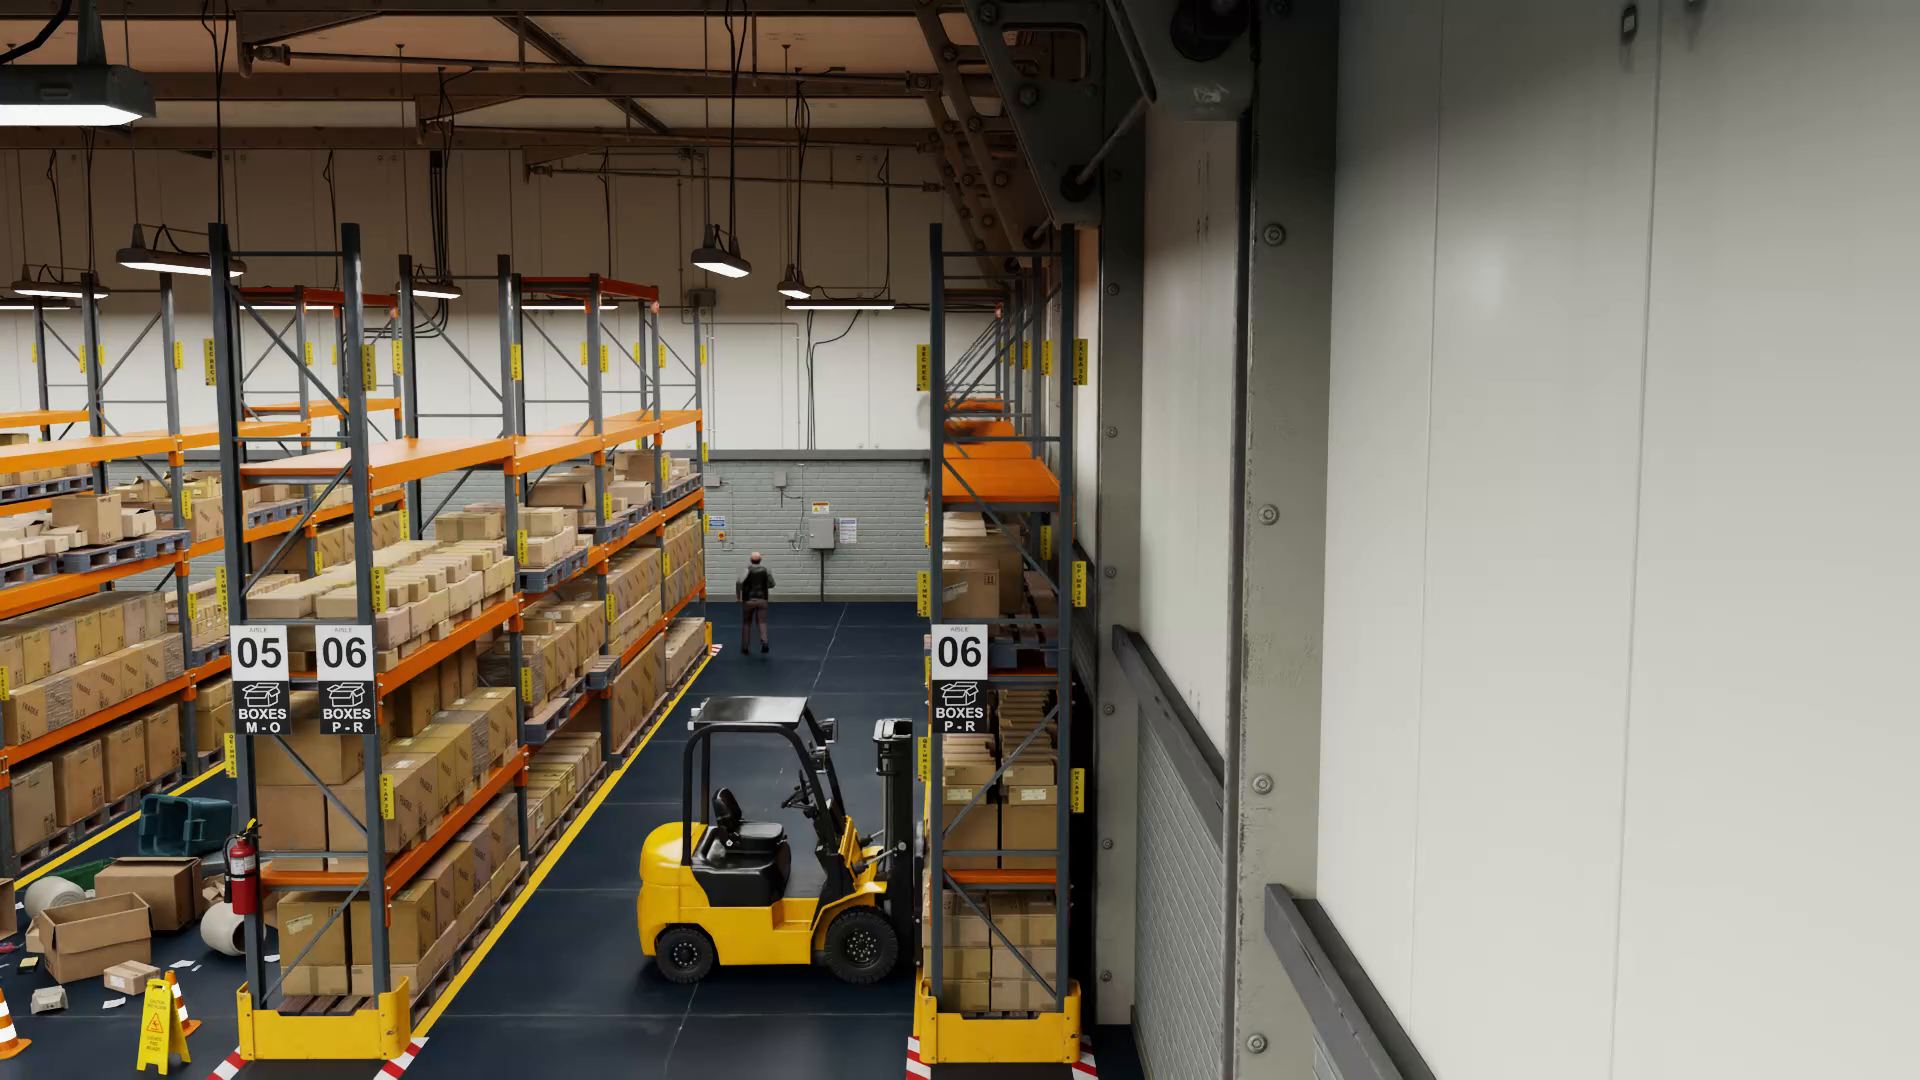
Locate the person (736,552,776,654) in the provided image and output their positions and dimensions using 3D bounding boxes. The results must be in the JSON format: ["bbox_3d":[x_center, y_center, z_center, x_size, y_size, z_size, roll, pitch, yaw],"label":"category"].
[{"bbox_3d":[-3.407,1.076,27.730,0.692,1.758,0.890,-2,7,-18],"label":"person"}]
